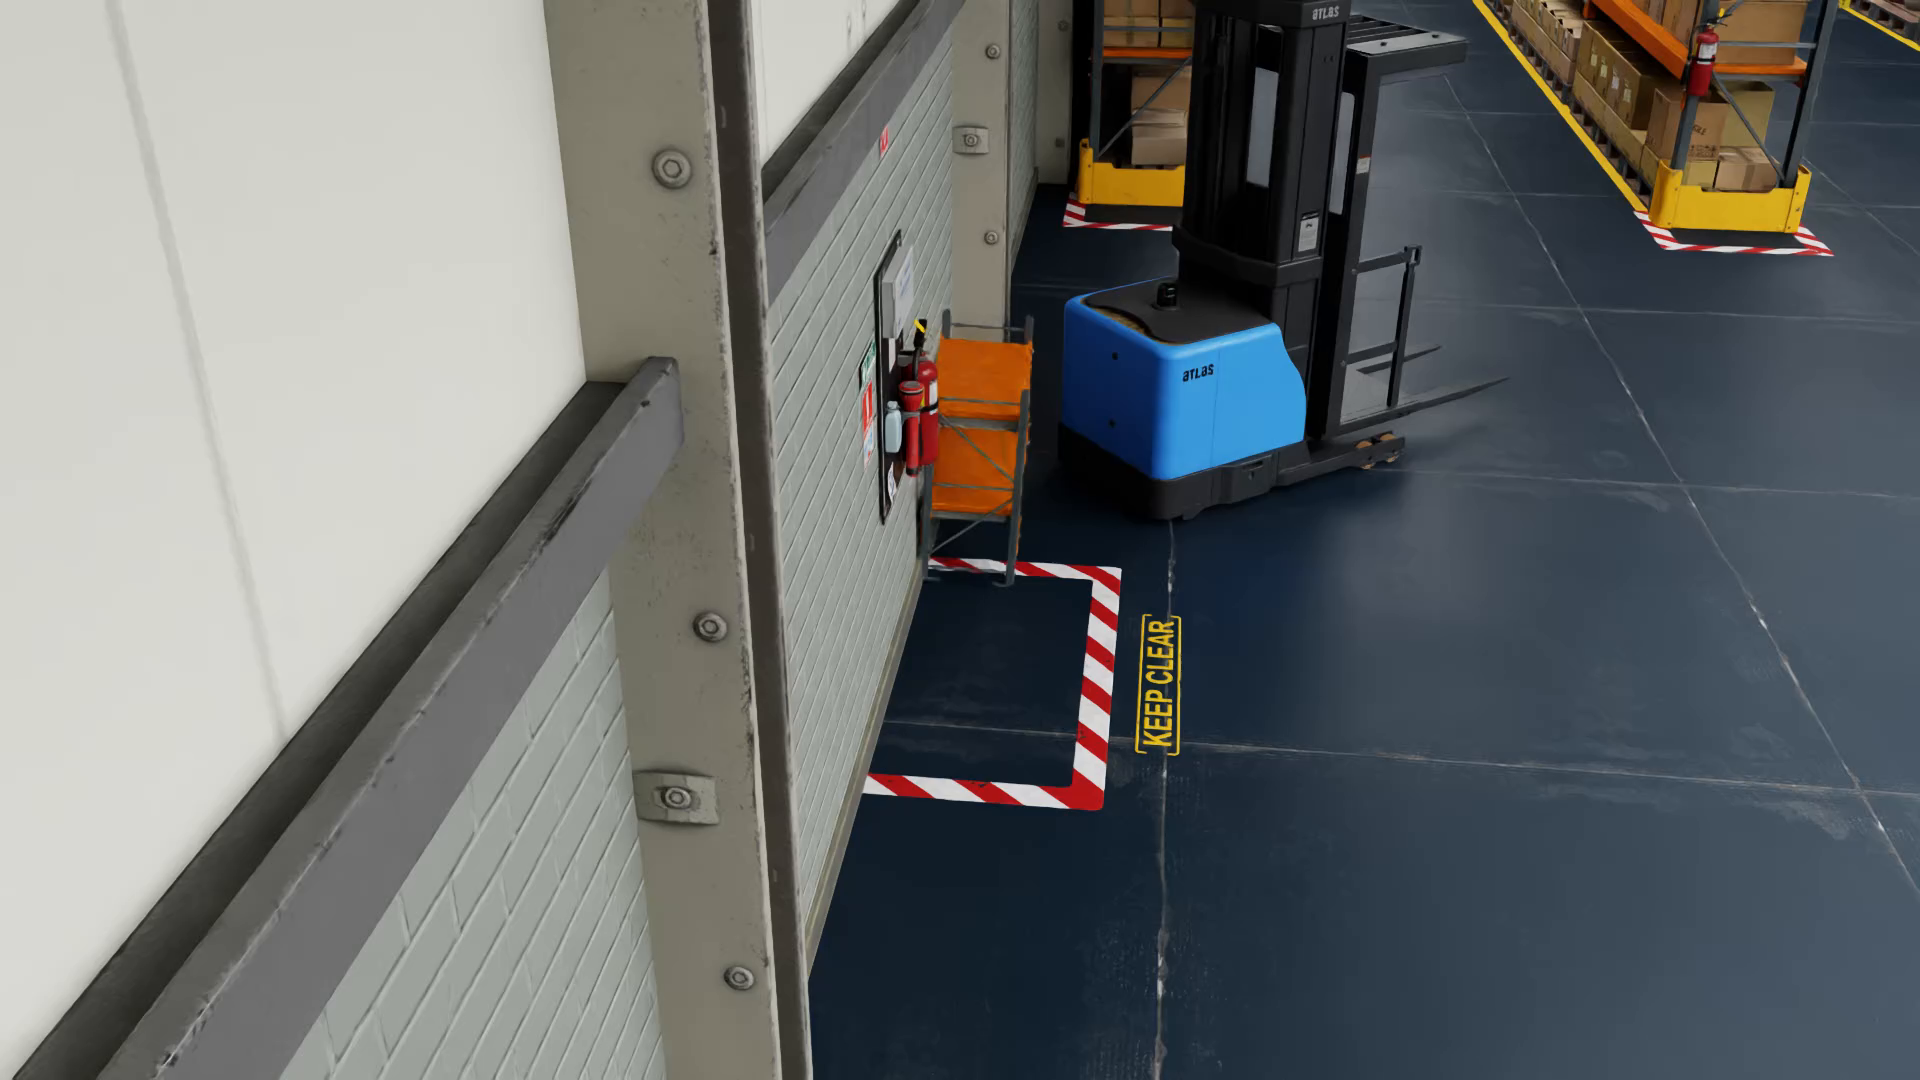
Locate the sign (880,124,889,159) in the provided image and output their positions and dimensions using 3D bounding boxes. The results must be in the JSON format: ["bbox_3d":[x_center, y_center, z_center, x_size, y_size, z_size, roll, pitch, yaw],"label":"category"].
[{"bbox_3d":[-0.314,-1.749,6.890,0.001,0.298,0.199,3,28,6],"label":"sign"}]

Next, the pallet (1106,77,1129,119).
[{"bbox_3d":[2.077,-4.669,17.694,1.003,0.211,1.213,3,28,6],"label":"pallet"}]

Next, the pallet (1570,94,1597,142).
[{"bbox_3d":[6.902,-4.329,17.063,1.003,0.211,1.213,3,28,6],"label":"pallet"}]

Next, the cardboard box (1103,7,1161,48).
[{"bbox_3d":[1.499,-4.506,14.589,0.500,0.250,0.500,4,29,7],"label":"cardboard box"}]

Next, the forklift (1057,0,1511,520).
[{"bbox_3d":[2.109,-1.914,9.712,3.031,2.935,1.130,-16,32,-28],"label":"forklift"}]

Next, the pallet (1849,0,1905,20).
[{"bbox_3d":[12.654,-7.241,22.467,1.003,0.211,1.213,3,28,6],"label":"pallet"}]

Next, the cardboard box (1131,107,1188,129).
[{"bbox_3d":[1.878,-3.931,15.755,0.500,0.311,0.500,6,29,10],"label":"cardboard box"}]

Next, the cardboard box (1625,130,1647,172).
[{"bbox_3d":[6.373,-3.526,15.089,0.500,0.250,0.500,3,28,6],"label":"cardboard box"}]

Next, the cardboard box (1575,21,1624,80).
[{"bbox_3d":[6.674,-5.033,17.096,0.500,0.500,0.500,3,28,6],"label":"cardboard box"}]

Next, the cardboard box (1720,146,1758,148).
[{"bbox_3d":[6.895,-3.495,15.032,0.500,0.250,0.500,3,28,6],"label":"cardboard box"}]

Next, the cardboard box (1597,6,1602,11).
[{"bbox_3d":[7.526,-6.054,19.189,0.500,0.311,0.500,4,29,8],"label":"cardboard box"}]

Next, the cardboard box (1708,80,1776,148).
[{"bbox_3d":[6.897,-3.825,14.854,0.500,0.500,0.500,3,28,6],"label":"cardboard box"}]

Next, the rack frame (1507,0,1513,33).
[{"bbox_3d":[7.531,-7.812,20.587,1.000,3.000,0.127,3,28,6],"label":"rack frame"}]

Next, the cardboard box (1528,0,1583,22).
[{"bbox_3d":[7.055,-6.316,19.676,0.500,0.311,0.500,3,28,5],"label":"cardboard box"}]

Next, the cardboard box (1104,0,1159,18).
[{"bbox_3d":[1.481,-4.839,14.416,0.500,0.500,0.500,3,28,6],"label":"cardboard box"}]

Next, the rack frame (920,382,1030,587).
[{"bbox_3d":[0.066,-0.269,8.540,0.500,1.125,0.032,5,29,1],"label":"rack frame"}]

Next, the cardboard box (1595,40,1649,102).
[{"bbox_3d":[6.551,-4.562,16.222,0.500,0.500,0.500,3,28,6],"label":"cardboard box"}]

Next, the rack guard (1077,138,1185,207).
[{"bbox_3d":[1.644,-3.267,14.788,1.175,0.500,0.348,3,28,6],"label":"rack guard"}]

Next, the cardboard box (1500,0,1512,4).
[{"bbox_3d":[7.413,-7.359,21.918,0.500,0.500,0.500,4,29,8],"label":"cardboard box"}]

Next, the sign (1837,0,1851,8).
[{"bbox_3d":[7.101,-4.427,13.308,0.100,0.325,0.005,3,28,6],"label":"sign"}]

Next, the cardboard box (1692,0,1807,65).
[{"bbox_3d":[6.621,-4.309,13.980,0.700,0.500,0.500,3,28,6],"label":"cardboard box"}]

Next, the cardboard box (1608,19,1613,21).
[{"bbox_3d":[7.406,-5.565,18.283,0.500,0.311,0.500,3,28,6],"label":"cardboard box"}]

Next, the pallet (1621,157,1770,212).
[{"bbox_3d":[6.603,-3.181,14.931,1.003,0.211,1.213,3,28,6],"label":"pallet"}]

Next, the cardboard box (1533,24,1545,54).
[{"bbox_3d":[6.994,-5.833,19.372,0.500,0.250,0.500,4,29,7],"label":"cardboard box"}]

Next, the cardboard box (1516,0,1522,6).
[{"bbox_3d":[7.176,-6.803,20.581,0.500,0.311,0.500,4,29,8],"label":"cardboard box"}]

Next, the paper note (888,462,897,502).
[{"bbox_3d":[-0.304,-0.259,7.498,0.016,0.148,0.142,3,28,6],"label":"paper note"}]

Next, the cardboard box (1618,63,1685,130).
[{"bbox_3d":[6.429,-4.092,15.348,0.500,0.500,0.500,3,28,6],"label":"cardboard box"}]

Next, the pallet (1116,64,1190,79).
[{"bbox_3d":[2.218,-5.354,18.965,1.003,0.211,1.213,3,28,6],"label":"pallet"}]

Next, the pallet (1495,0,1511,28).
[{"bbox_3d":[7.660,-6.933,21.897,1.003,0.211,1.213,3,28,6],"label":"pallet"}]

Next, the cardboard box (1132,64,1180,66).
[{"bbox_3d":[2.037,-4.817,17.201,0.500,0.500,0.500,1,28,2],"label":"cardboard box"}]

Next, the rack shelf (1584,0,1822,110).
[{"bbox_3d":[6.796,-4.671,15.515,1.077,0.370,4.000,3,28,6],"label":"rack shelf"}]

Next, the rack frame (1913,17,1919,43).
[{"bbox_3d":[12.447,-7.522,20.050,1.000,3.000,0.127,3,28,6],"label":"rack frame"}]

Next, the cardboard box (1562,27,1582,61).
[{"bbox_3d":[6.806,-5.357,17.897,0.500,0.311,0.500,3,28,6],"label":"cardboard box"}]

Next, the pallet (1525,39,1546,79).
[{"bbox_3d":[7.240,-5.626,19.471,1.003,0.211,1.213,3,28,6],"label":"pallet"}]

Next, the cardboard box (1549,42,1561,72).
[{"bbox_3d":[6.868,-5.353,18.480,0.500,0.250,0.500,3,28,5],"label":"cardboard box"}]

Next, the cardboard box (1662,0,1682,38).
[{"bbox_3d":[6.747,-4.790,14.873,0.700,0.500,0.500,4,29,7],"label":"cardboard box"}]

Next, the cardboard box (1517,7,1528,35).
[{"bbox_3d":[7.115,-6.320,20.275,0.500,0.250,0.500,3,28,5],"label":"cardboard box"}]

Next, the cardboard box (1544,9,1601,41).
[{"bbox_3d":[6.927,-5.837,18.788,0.500,0.311,0.500,3,28,6],"label":"cardboard box"}]

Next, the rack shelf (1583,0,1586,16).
[{"bbox_3d":[7.286,-6.554,19.010,1.077,0.370,4.000,3,28,6],"label":"rack shelf"}]

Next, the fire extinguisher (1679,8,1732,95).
[{"bbox_3d":[6.076,-3.983,13.563,0.296,0.674,0.183,3,28,6],"label":"fire extinguisher"}]

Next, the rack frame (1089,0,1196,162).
[{"bbox_3d":[1.634,-4.332,14.128,1.000,3.000,0.127,3,28,6],"label":"rack frame"}]

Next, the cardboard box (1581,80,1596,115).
[{"bbox_3d":[6.617,-4.467,16.836,0.500,0.250,0.500,3,28,6],"label":"cardboard box"}]

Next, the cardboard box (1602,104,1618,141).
[{"bbox_3d":[6.495,-3.997,15.962,0.500,0.250,0.500,3,28,6],"label":"cardboard box"}]

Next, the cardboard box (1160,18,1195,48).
[{"bbox_3d":[2.009,-4.486,14.551,0.500,0.250,0.500,3,28,5],"label":"cardboard box"}]

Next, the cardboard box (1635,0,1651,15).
[{"bbox_3d":[6.870,-5.279,15.781,0.700,0.500,0.500,4,29,7],"label":"cardboard box"}]

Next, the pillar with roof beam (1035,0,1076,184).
[{"bbox_3d":[5.134,-7.103,12.946,9.100,9.000,0.400,3,28,6],"label":"pillar with roof beam"}]

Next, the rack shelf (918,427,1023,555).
[{"bbox_3d":[0.080,-0.297,9.103,0.538,0.278,1.000,5,29,1],"label":"rack shelf"}]

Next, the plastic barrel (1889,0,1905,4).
[{"bbox_3d":[12.628,-7.408,21.938,0.600,0.588,0.708,3,28,6],"label":"plastic barrel"}]

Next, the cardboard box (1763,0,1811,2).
[{"bbox_3d":[6.813,-4.548,13.739,0.380,0.149,0.250,3,28,6],"label":"cardboard box"}]

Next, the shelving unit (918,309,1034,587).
[{"bbox_3d":[0.094,-0.511,8.986,0.538,1.125,1.048,5,29,1],"label":"shelving unit"}]
